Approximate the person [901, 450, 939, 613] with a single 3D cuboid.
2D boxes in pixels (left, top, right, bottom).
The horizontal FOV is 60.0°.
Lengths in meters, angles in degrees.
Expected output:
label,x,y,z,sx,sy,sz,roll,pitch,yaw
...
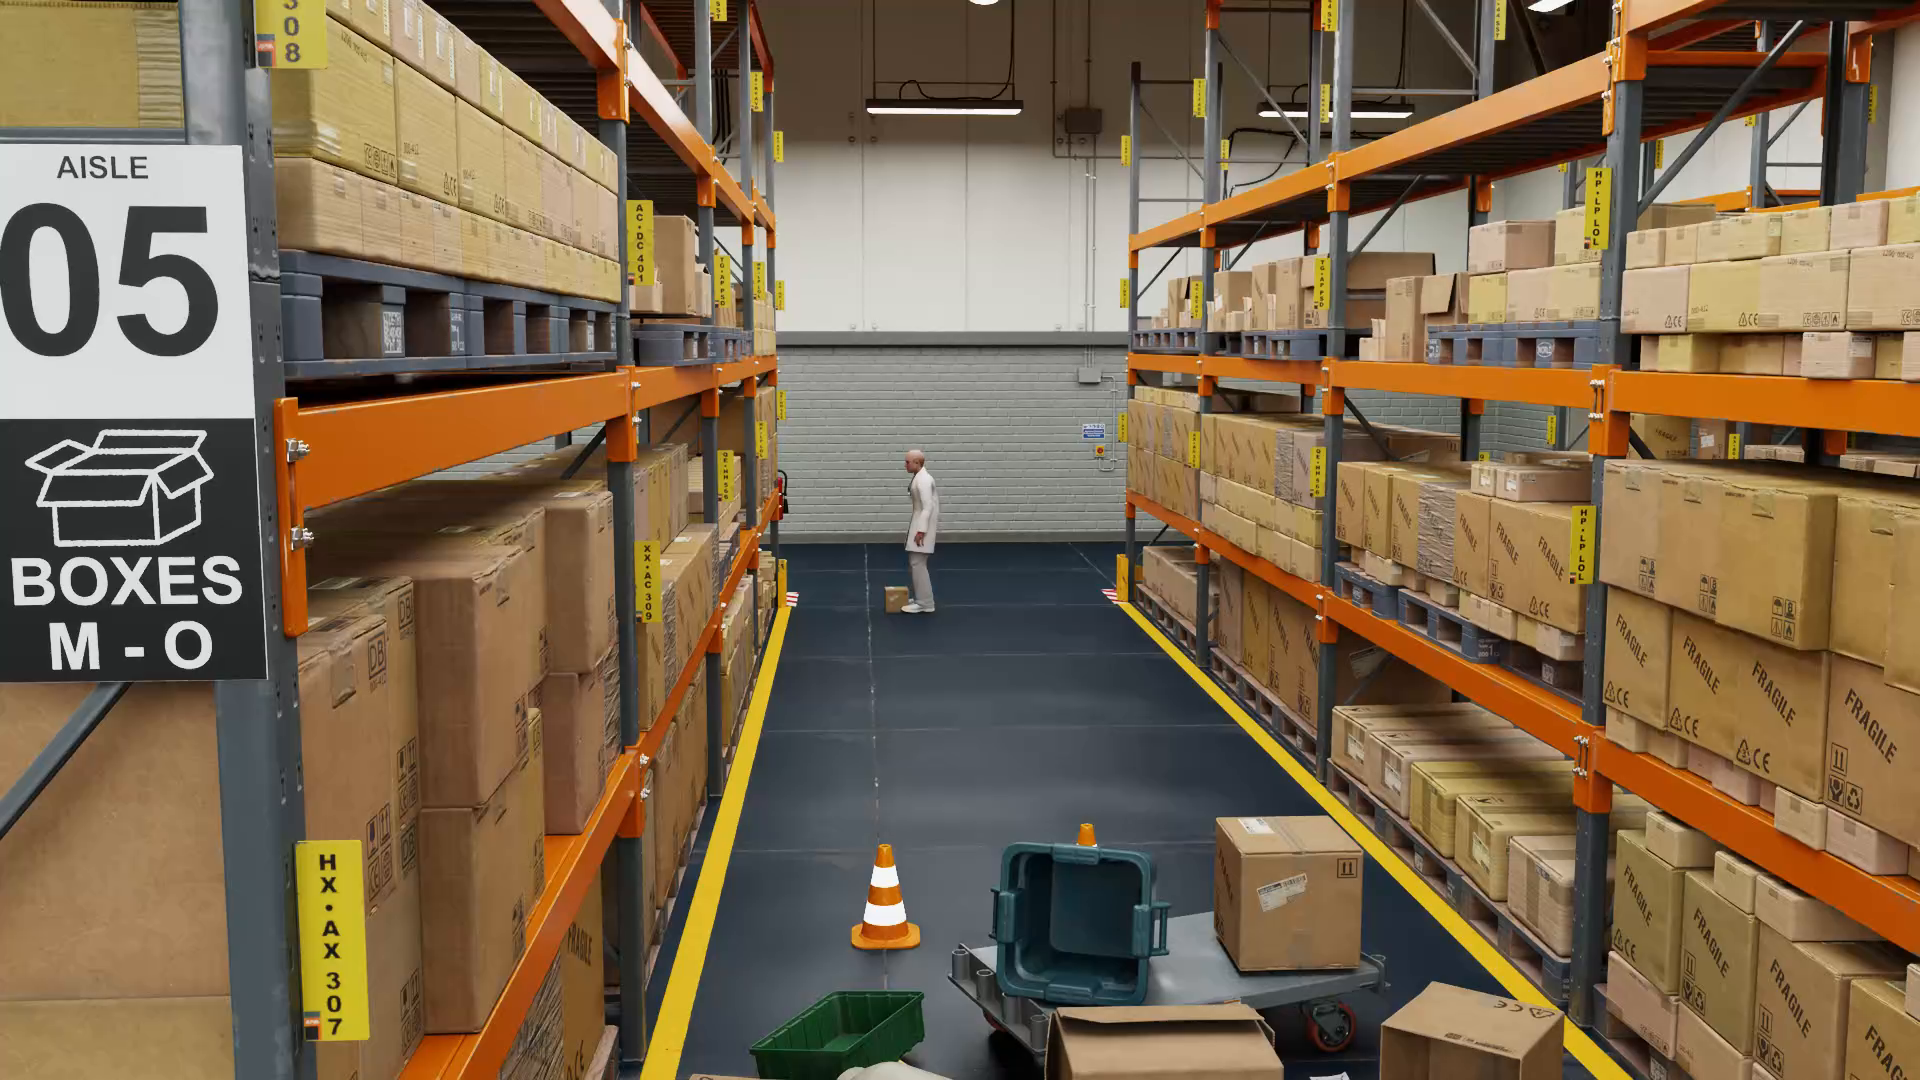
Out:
label,x,y,z,sx,sy,sz,roll,pitch,yaw
person,-5.866,0.663,11.668,12.853,1.773,12.280,-1,7,-7
